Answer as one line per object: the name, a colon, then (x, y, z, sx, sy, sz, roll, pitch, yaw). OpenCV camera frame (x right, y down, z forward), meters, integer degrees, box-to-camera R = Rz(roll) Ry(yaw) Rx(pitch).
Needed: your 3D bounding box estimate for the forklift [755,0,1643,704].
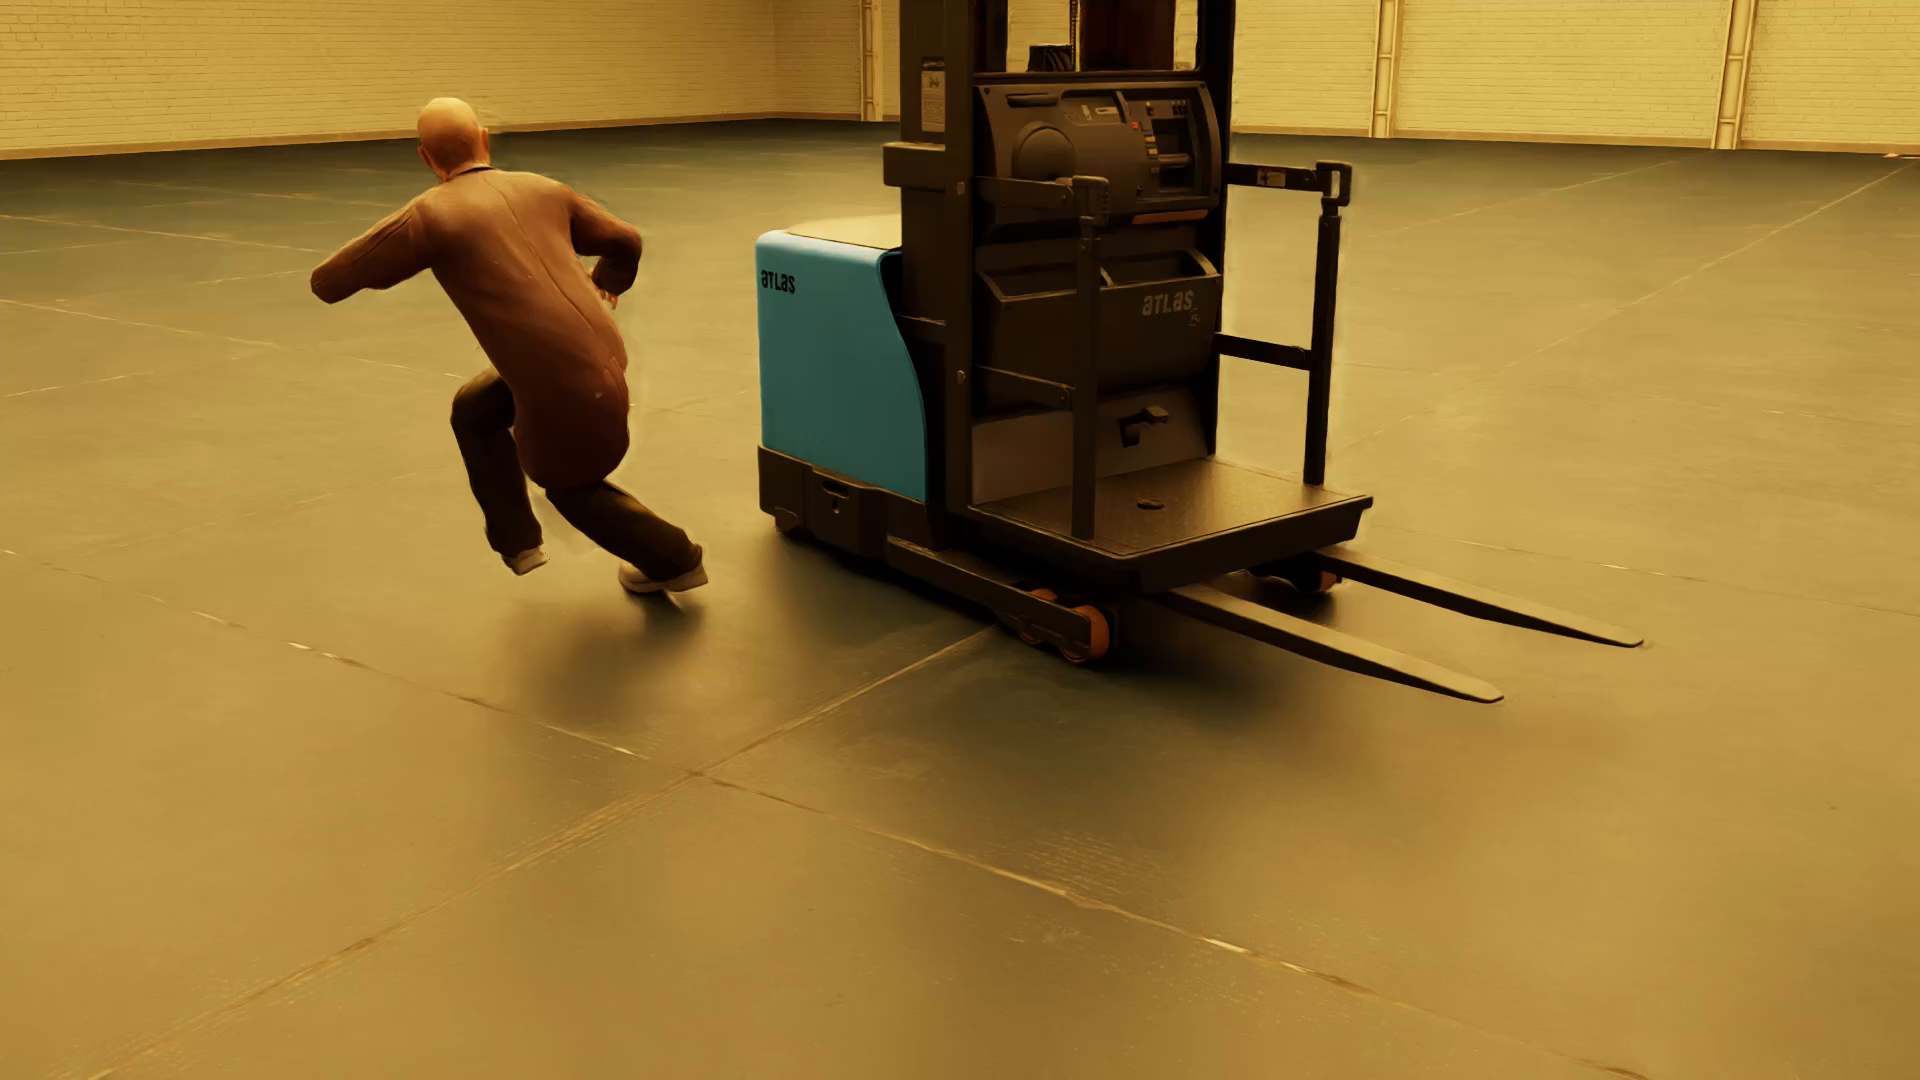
forklift: (0.572, -1.211, 4.883, 1.130, 2.935, 3.031, -13, 21, -36)

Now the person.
person: (-1.336, -0.513, 4.934, 0.929, 1.550, 1.043, 6, 18, 20)
